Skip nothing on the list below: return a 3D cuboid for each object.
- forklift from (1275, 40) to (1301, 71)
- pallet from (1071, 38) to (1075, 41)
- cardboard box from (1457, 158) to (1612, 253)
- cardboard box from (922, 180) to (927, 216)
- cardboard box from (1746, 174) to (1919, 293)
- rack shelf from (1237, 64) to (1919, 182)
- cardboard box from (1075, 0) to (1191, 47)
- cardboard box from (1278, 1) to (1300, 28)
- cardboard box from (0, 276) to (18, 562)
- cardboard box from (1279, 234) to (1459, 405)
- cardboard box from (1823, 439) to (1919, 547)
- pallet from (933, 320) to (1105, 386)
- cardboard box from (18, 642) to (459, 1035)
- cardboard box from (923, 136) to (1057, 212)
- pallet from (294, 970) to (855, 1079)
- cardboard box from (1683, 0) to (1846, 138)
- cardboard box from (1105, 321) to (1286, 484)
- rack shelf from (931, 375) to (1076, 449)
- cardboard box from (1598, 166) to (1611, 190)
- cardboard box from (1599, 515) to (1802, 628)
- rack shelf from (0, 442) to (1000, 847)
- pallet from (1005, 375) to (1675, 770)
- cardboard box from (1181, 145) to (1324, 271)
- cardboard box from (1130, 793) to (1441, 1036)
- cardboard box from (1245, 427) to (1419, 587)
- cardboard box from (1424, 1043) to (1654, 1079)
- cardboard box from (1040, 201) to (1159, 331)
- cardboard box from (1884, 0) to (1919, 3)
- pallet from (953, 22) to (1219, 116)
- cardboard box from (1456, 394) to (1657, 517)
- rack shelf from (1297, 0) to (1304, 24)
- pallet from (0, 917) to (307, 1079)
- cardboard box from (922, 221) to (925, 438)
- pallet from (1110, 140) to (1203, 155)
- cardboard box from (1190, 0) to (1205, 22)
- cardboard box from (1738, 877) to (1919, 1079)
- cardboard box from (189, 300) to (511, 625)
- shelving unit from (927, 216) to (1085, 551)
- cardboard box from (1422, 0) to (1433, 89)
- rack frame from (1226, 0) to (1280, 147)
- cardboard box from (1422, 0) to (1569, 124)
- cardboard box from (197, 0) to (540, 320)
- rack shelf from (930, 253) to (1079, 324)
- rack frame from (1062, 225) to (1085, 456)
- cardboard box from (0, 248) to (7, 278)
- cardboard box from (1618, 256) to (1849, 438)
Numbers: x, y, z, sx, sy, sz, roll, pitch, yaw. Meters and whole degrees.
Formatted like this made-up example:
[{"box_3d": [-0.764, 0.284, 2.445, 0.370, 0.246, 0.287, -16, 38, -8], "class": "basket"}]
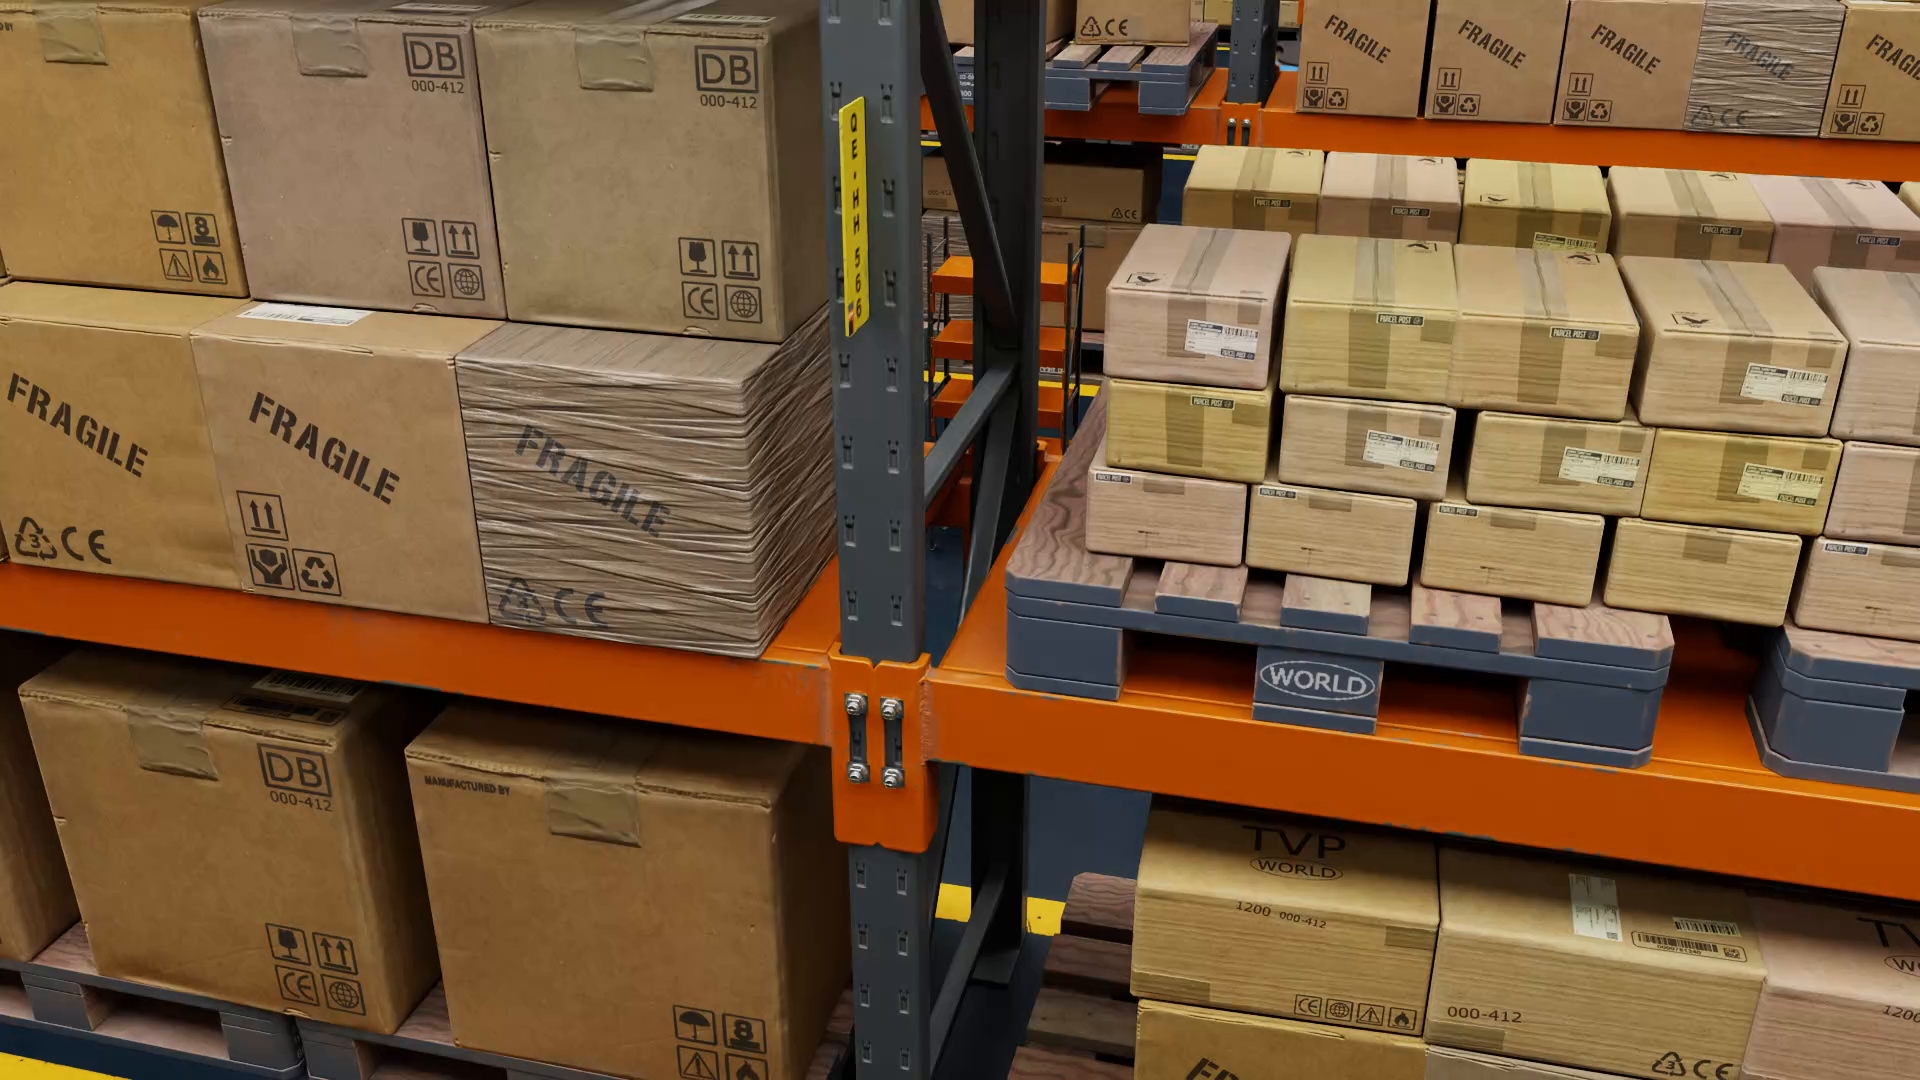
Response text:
[{"box_3d": [3.248, -3.205, 9.573, 3.031, 2.935, 1.130, 0, 25, 0], "class": "forklift"}, {"box_3d": [1.823, -5.323, 17.186, 1.213, 0.211, 1.003, 6, 26, 13], "class": "pallet"}, {"box_3d": [1.070, -0.596, 3.124, 0.250, 0.149, 0.380, 7, 26, 15], "class": "cardboard box"}, {"box_3d": [-0.427, -1.468, 8.240, 0.500, 0.500, 0.700, 9, 27, 17], "class": "cardboard box"}, {"box_3d": [1.561, -0.541, 3.008, 0.250, 0.149, 0.380, 6, 26, 13], "class": "cardboard box"}, {"box_3d": [3.255, -1.684, 7.134, 4.000, 0.370, 1.077, 6, 26, 13], "class": "rack shelf"}, {"box_3d": [0.785, -2.499, 7.404, 0.500, 0.500, 0.500, 3, 26, 7], "class": "cardboard box"}, {"box_3d": [3.218, -5.249, 16.497, 0.500, 0.250, 0.500, 7, 26, 14], "class": "cardboard box"}, {"box_3d": [-1.983, -0.311, 3.297, 0.500, 0.500, 0.500, 7, 26, 14], "class": "cardboard box"}, {"box_3d": [0.645, -0.356, 2.619, 0.250, 0.149, 0.380, 6, 26, 12], "class": "cardboard box"}, {"box_3d": [1.411, -0.134, 2.501, 0.250, 0.149, 0.380, 6, 26, 13], "class": "cardboard box"}, {"box_3d": [0.561, -1.048, 8.205, 1.213, 0.211, 1.003, 6, 26, 13], "class": "pallet"}, {"box_3d": [-1.430, 0.463, 3.917, 0.750, 0.750, 1.050, 7, 26, 14], "class": "cardboard box"}, {"box_3d": [0.145, -1.743, 7.945, 0.500, 0.250, 0.500, 9, 27, 19], "class": "cardboard box"}, {"box_3d": [-0.760, 0.975, 3.957, 1.213, 0.211, 1.003, 6, 26, 13], "class": "pallet"}, {"box_3d": [3.202, -1.940, 6.720, 0.500, 0.500, 0.500, 6, 26, 13], "class": "cardboard box"}, {"box_3d": [0.403, -0.244, 2.730, 0.250, 0.149, 0.380, 7, 26, 15], "class": "cardboard box"}, {"box_3d": [0.160, -0.463, 5.984, 0.480, 0.148, 0.258, 6, 26, 13], "class": "rack shelf"}, {"box_3d": [2.842, -1.272, 7.415, 0.875, 0.875, 1.225, 6, 26, 13], "class": "cardboard box"}, {"box_3d": [1.151, -0.027, 2.621, 0.250, 0.149, 0.380, 8, 26, 15], "class": "cardboard box"}, {"box_3d": [-1.952, -0.058, 3.719, 4.000, 0.370, 1.077, 6, 26, 13], "class": "rack shelf"}, {"box_3d": [0.701, -0.050, 3.089, 1.003, 0.211, 1.213, 6, 26, 13], "class": "pallet"}, {"box_3d": [0.574, -0.652, 3.241, 0.250, 0.149, 0.380, 5, 26, 11], "class": "cardboard box"}, {"box_3d": [0.592, 0.606, 3.034, 0.500, 0.250, 0.500, 5, 26, 11], "class": "cardboard box"}, {"box_3d": [0.628, -0.084, 2.741, 0.250, 0.149, 0.380, 8, 26, 16], "class": "cardboard box"}, {"box_3d": [1.094, 1.005, 3.069, 0.500, 0.500, 0.500, 7, 26, 14], "class": "cardboard box"}, {"box_3d": [0.664, -1.356, 8.005, 0.500, 0.500, 0.700, 5, 26, 10], "class": "cardboard box"}, {"box_3d": [3.909, -2.436, 6.593, 0.637, 0.503, 0.797, 7, 26, 14], "class": "cardboard box"}, {"box_3d": [0.601, -2.168, 7.537, 1.003, 0.211, 1.213, 6, 26, 13], "class": "pallet"}, {"box_3d": [0.925, -0.188, 2.614, 0.250, 0.149, 0.380, 5, 26, 11], "class": "cardboard box"}, {"box_3d": [0.614, -4.174, 12.365, 4.000, 0.370, 1.077, 6, 26, 13], "class": "rack shelf"}, {"box_3d": [-1.938, 0.843, 4.233, 1.213, 0.211, 1.003, 6, 26, 13], "class": "pallet"}, {"box_3d": [-0.383, -0.374, 3.430, 0.500, 0.500, 0.500, 7, 26, 14], "class": "cardboard box"}, {"box_3d": [1.811, -3.125, 12.568, 1.213, 0.211, 1.003, 6, 26, 13], "class": "pallet"}, {"box_3d": [2.232, -5.358, 16.725, 0.500, 0.250, 0.500, 7, 26, 14], "class": "cardboard box"}, {"box_3d": [1.559, 0.719, 2.797, 0.500, 0.250, 0.500, 7, 26, 13], "class": "cardboard box"}, {"box_3d": [-1.001, -0.204, 3.073, 0.500, 0.500, 0.500, 6, 26, 13], "class": "cardboard box"}, {"box_3d": [0.160, -0.524, 5.955, 0.503, 1.200, 0.258, 6, 26, 13], "class": "shelving unit"}, {"box_3d": [2.339, -2.262, 7.396, 0.500, 0.500, 0.500, 6, 26, 13], "class": "cardboard box"}, {"box_3d": [1.318, -2.223, 7.429, 0.127, 3.000, 1.000, 6, 26, 13], "class": "rack frame"}, {"box_3d": [2.221, -2.048, 6.946, 0.500, 0.500, 0.500, 6, 26, 12], "class": "cardboard box"}, {"box_3d": [-0.938, -0.771, 3.100, 0.500, 0.500, 0.700, 6, 26, 12], "class": "cardboard box"}, {"box_3d": [0.160, -0.879, 5.786, 0.480, 0.148, 0.258, 6, 26, 13], "class": "rack shelf"}, {"box_3d": [0.397, -0.498, 5.900, 0.015, 1.200, 0.240, 6, 26, 13], "class": "rack frame"}, {"box_3d": [-1.930, -0.880, 3.329, 0.500, 0.500, 0.700, 6, 26, 12], "class": "cardboard box"}, {"box_3d": [1.138, -0.299, 2.500, 0.250, 0.149, 0.380, 5, 26, 11], "class": "cardboard box"}]
